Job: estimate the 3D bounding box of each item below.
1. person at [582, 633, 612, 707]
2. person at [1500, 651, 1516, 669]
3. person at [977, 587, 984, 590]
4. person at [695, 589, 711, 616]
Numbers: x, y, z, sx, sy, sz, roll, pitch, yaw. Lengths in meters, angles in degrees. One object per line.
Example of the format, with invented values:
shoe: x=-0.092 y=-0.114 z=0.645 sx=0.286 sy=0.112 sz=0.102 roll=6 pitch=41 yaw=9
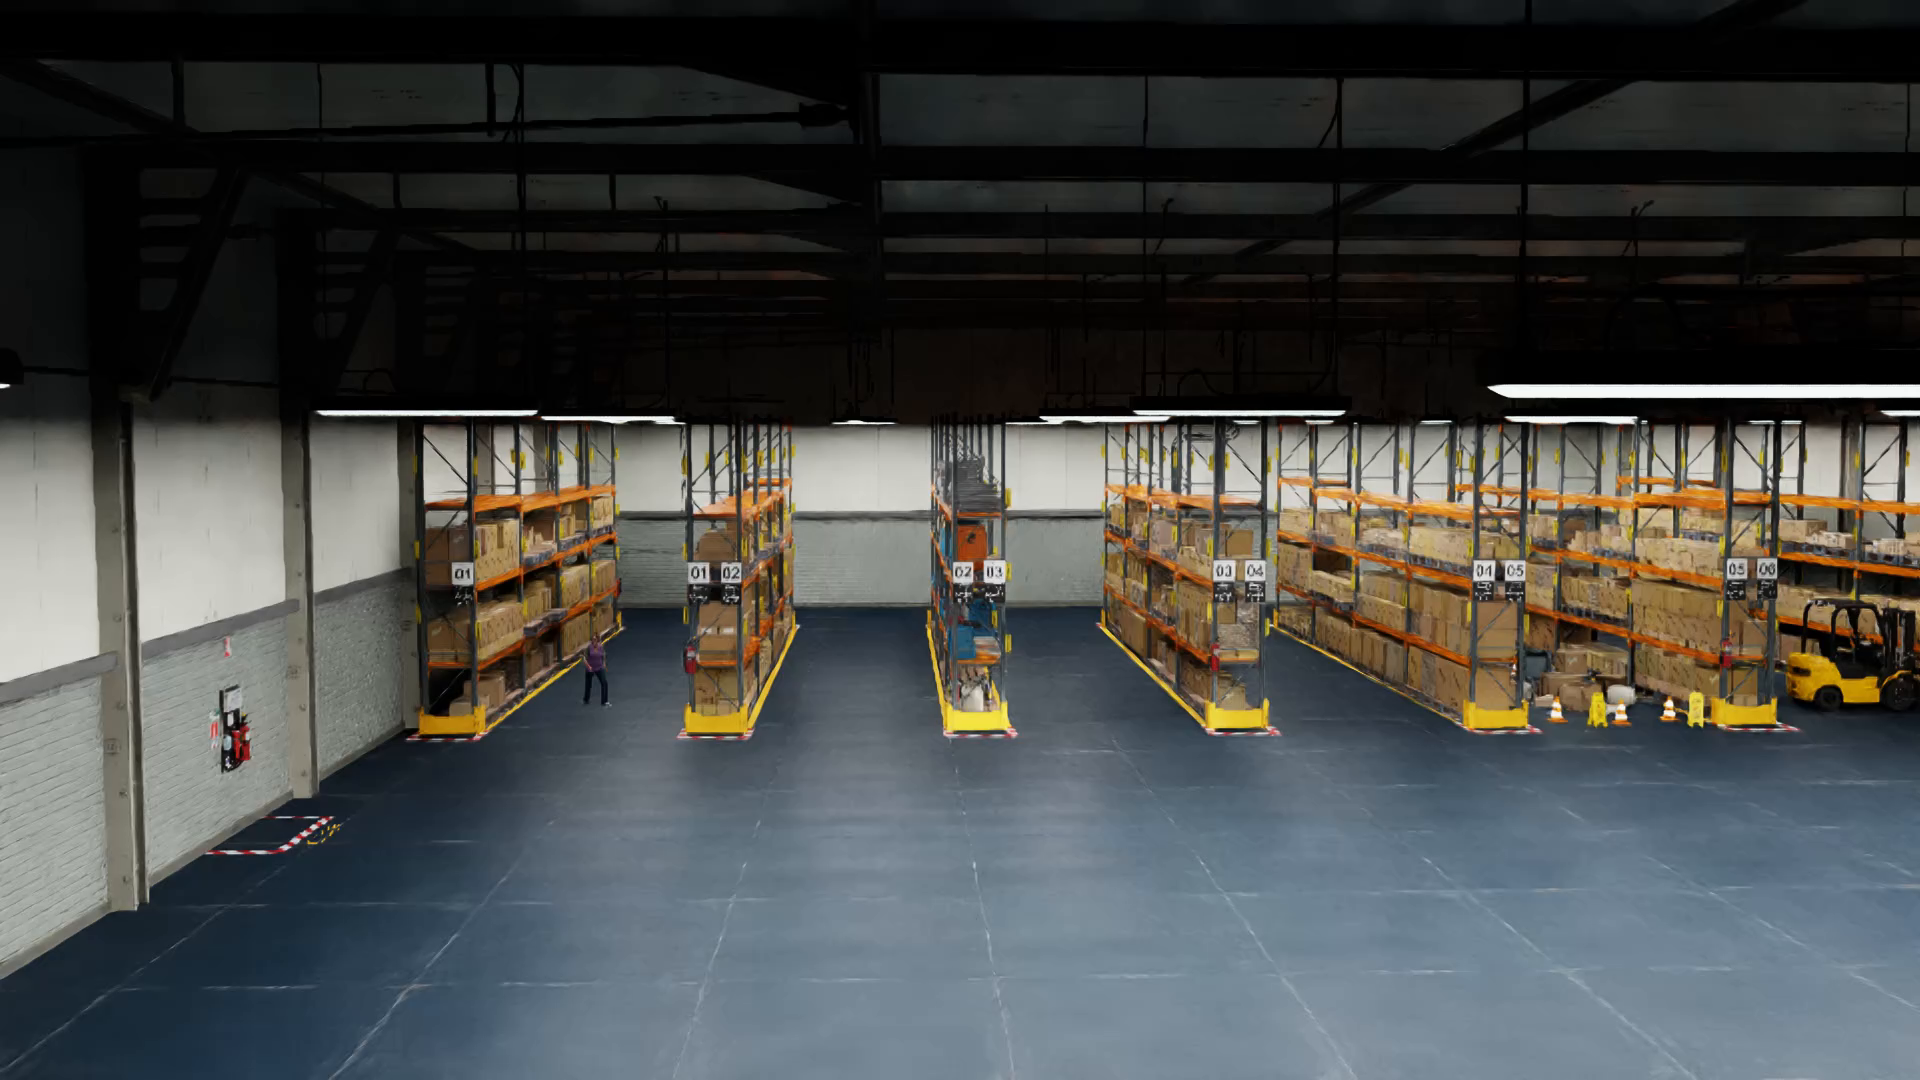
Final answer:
person: x=-7.459 y=2.634 z=33.982 sx=0.561 sy=1.525 sz=0.788 roll=-1 pitch=4 yaw=-20
person: x=12.920 y=2.197 z=39.325 sx=0.571 sy=1.666 sz=0.549 roll=2 pitch=4 yaw=24
person: x=0.731 y=1.548 z=48.974 sx=0.446 sy=1.667 sz=0.616 roll=-3 pitch=5 yaw=-34
person: x=-7.703 y=1.467 z=50.103 sx=0.719 sy=1.713 sz=0.578 roll=0 pitch=4 yaw=-4
